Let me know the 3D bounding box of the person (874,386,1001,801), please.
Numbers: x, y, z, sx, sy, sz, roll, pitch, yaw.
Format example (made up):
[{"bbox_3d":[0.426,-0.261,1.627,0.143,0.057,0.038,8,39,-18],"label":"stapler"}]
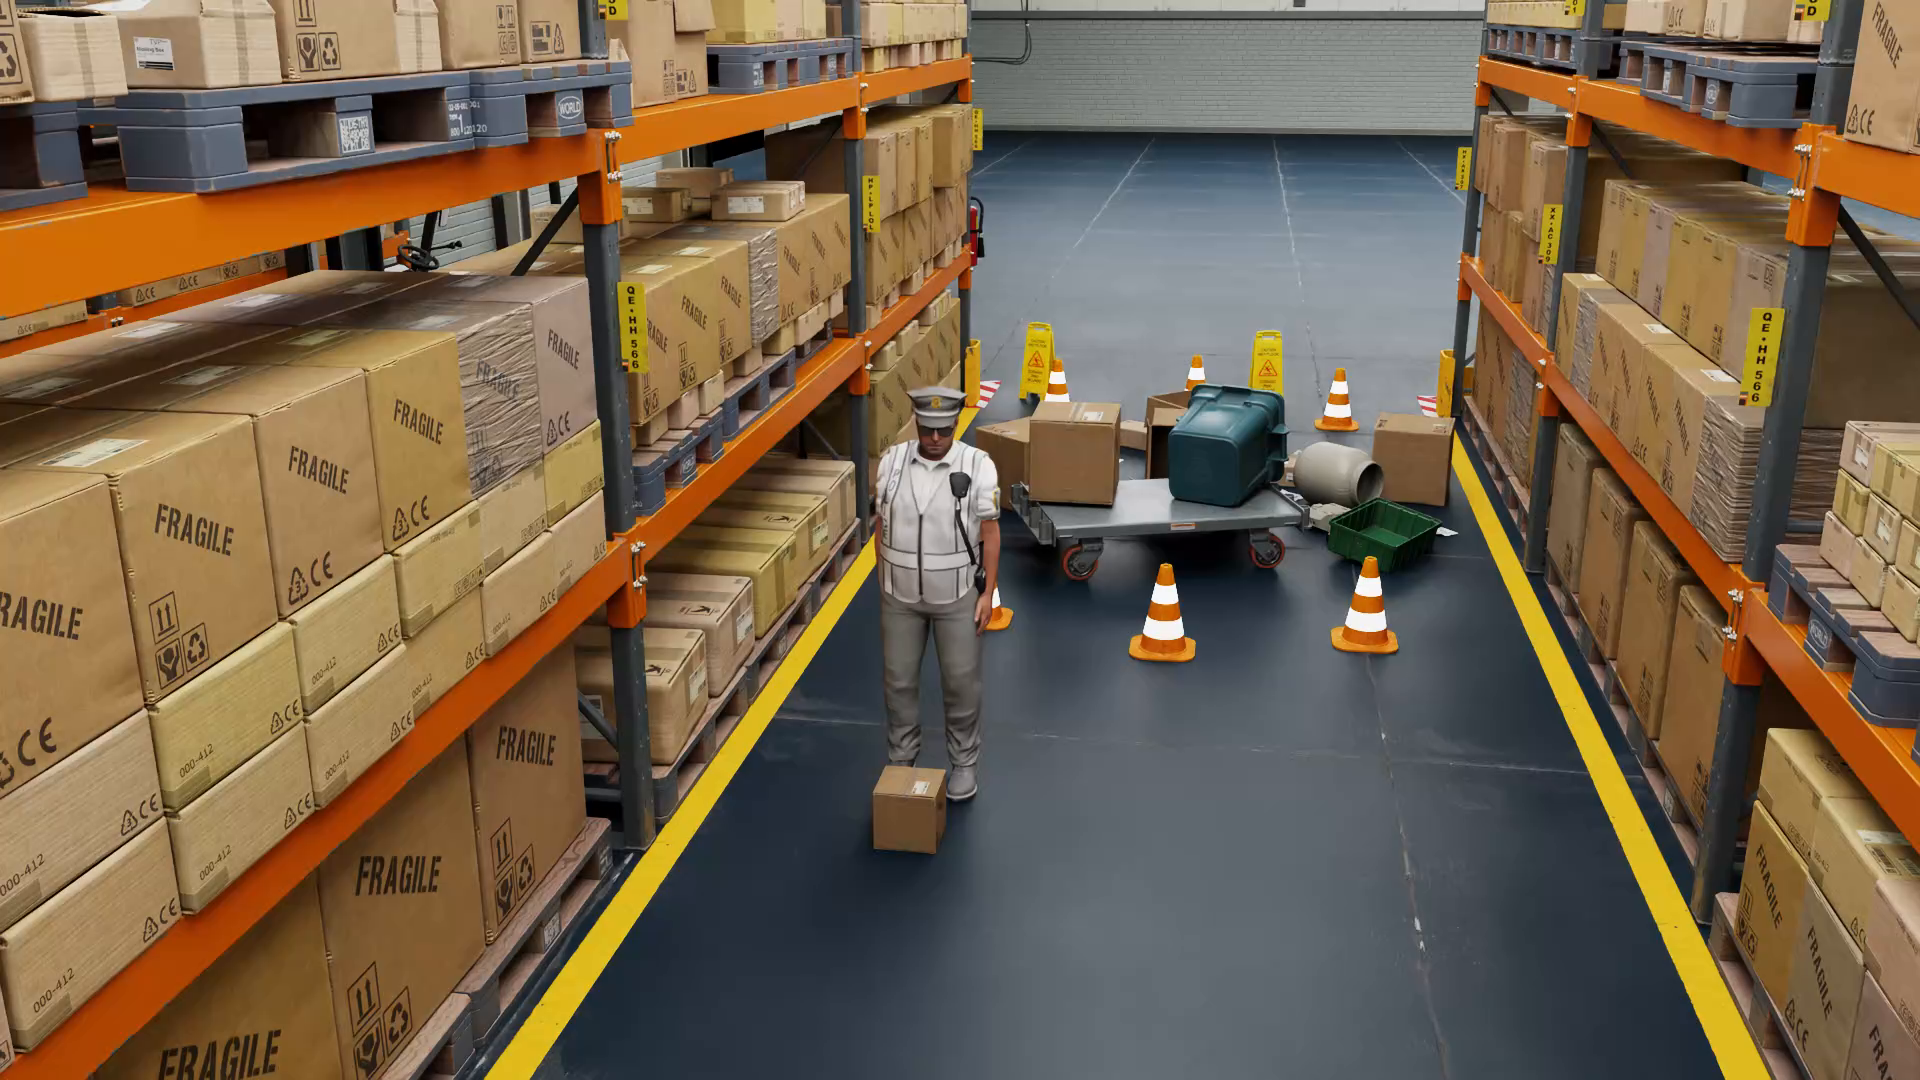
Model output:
[{"bbox_3d":[-0.100,0.220,6.878,0.529,1.742,0.392,3,18,10],"label":"person"}]
